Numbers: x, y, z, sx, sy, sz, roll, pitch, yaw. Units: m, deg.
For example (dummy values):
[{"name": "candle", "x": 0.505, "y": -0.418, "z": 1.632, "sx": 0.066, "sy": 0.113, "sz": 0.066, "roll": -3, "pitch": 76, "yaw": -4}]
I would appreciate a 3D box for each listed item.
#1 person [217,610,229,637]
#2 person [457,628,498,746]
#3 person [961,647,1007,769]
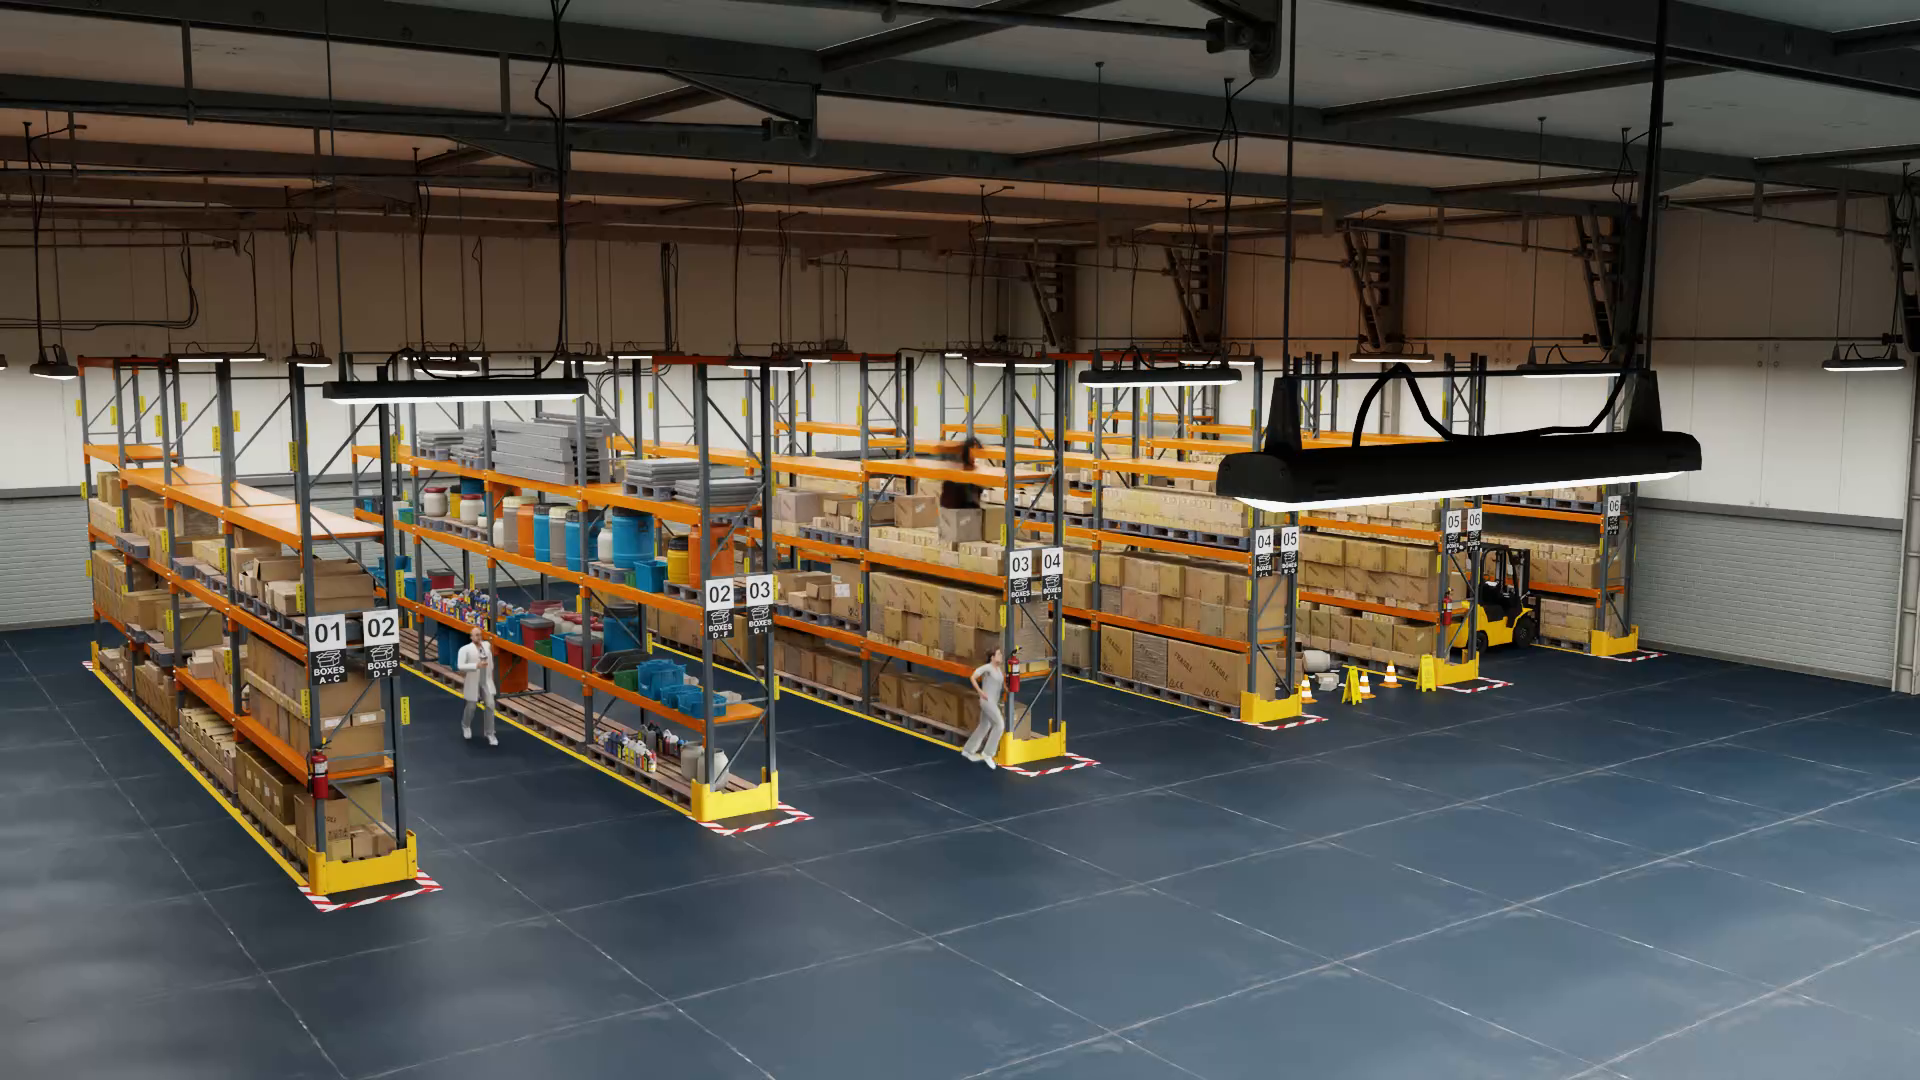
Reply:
[{"name": "person", "x": -14.733, "y": 1.488, "z": 33.027, "sx": 0.779, "sy": 1.731, "sz": 0.679, "roll": 3, "pitch": 8, "yaw": 25}, {"name": "person", "x": -7.586, "y": 2.383, "z": 26.099, "sx": 0.705, "sy": 1.644, "sz": 0.898, "roll": -6, "pitch": 9, "yaw": -40}, {"name": "person", "x": 0.373, "y": 2.367, "z": 23.806, "sx": 0.664, "sy": 1.698, "sz": 0.592, "roll": 2, "pitch": 7, "yaw": 19}]
